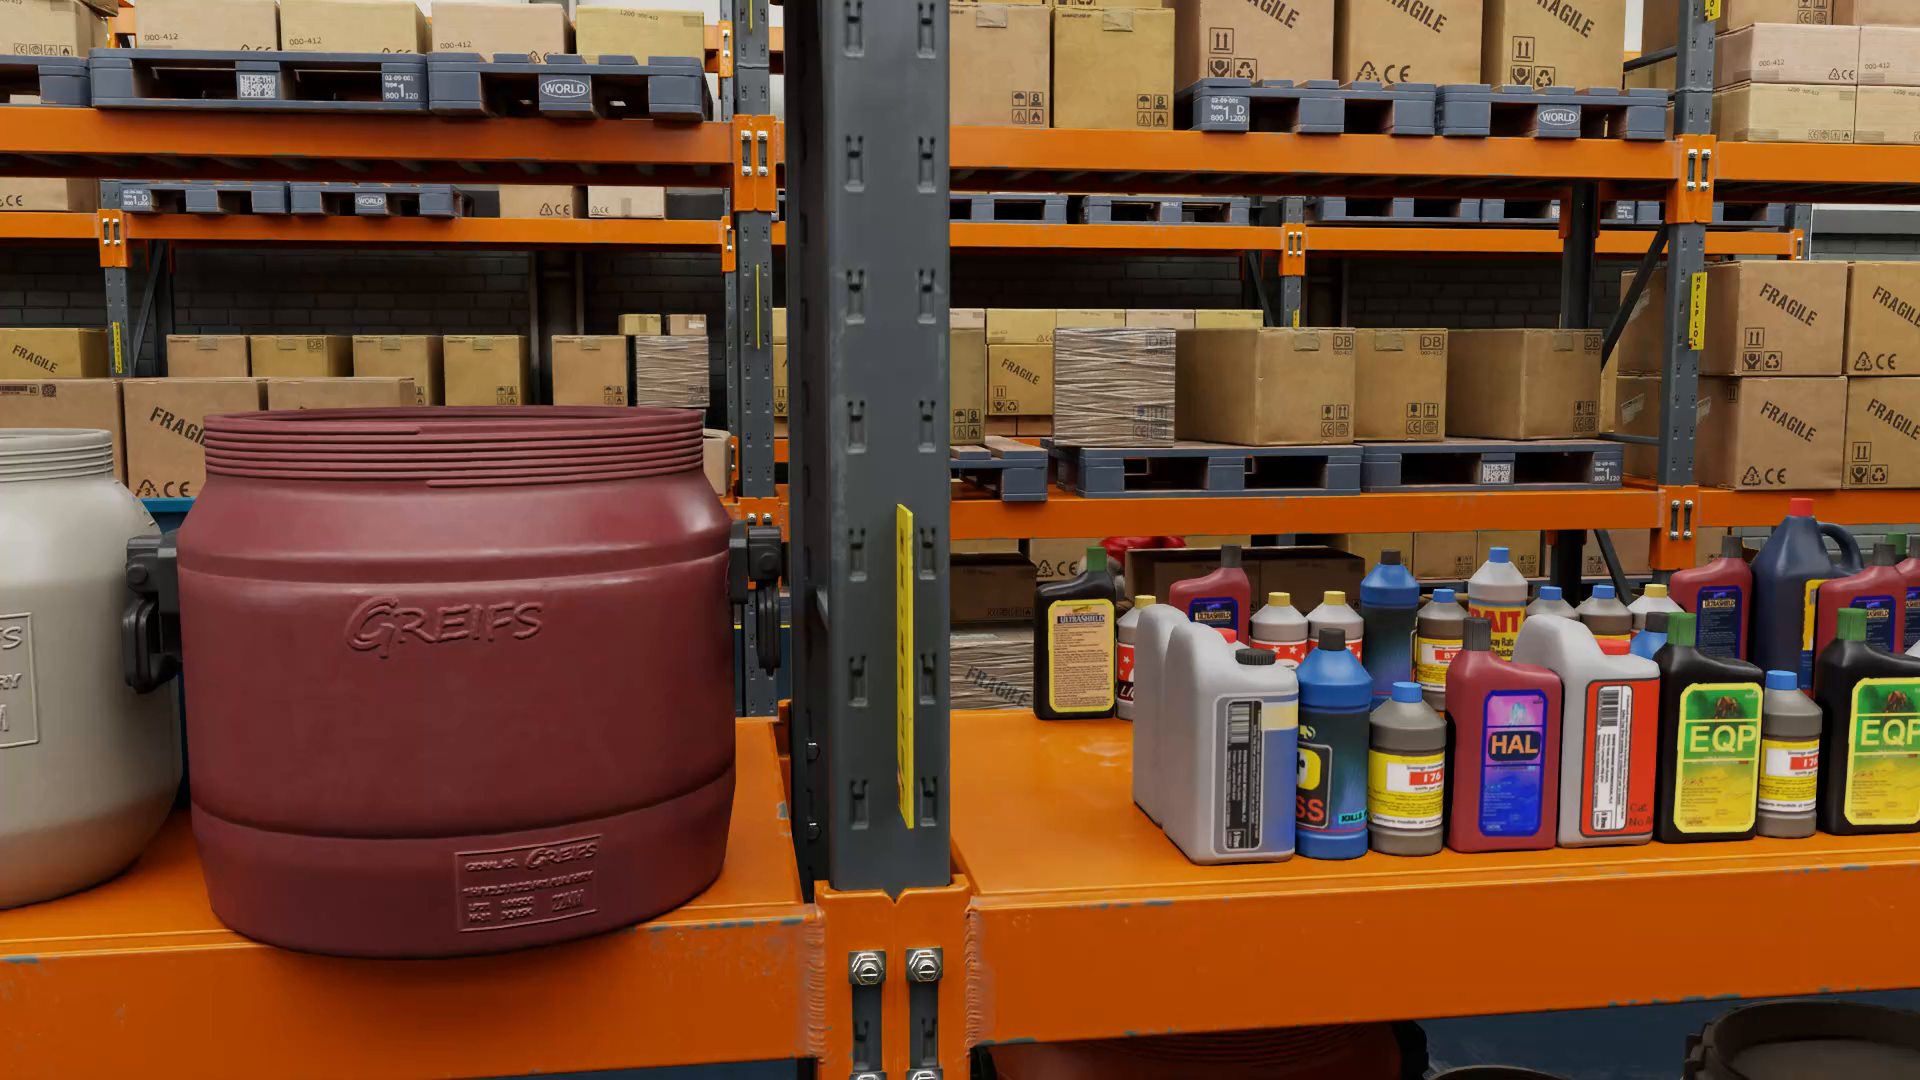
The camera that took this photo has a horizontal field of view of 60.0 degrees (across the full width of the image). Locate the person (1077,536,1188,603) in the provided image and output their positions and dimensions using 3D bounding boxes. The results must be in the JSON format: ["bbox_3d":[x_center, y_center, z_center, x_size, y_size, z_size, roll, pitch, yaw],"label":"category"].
[{"bbox_3d":[1.179,0.234,10.563,0.877,0.991,0.533,-1,7,-10],"label":"person"}]
